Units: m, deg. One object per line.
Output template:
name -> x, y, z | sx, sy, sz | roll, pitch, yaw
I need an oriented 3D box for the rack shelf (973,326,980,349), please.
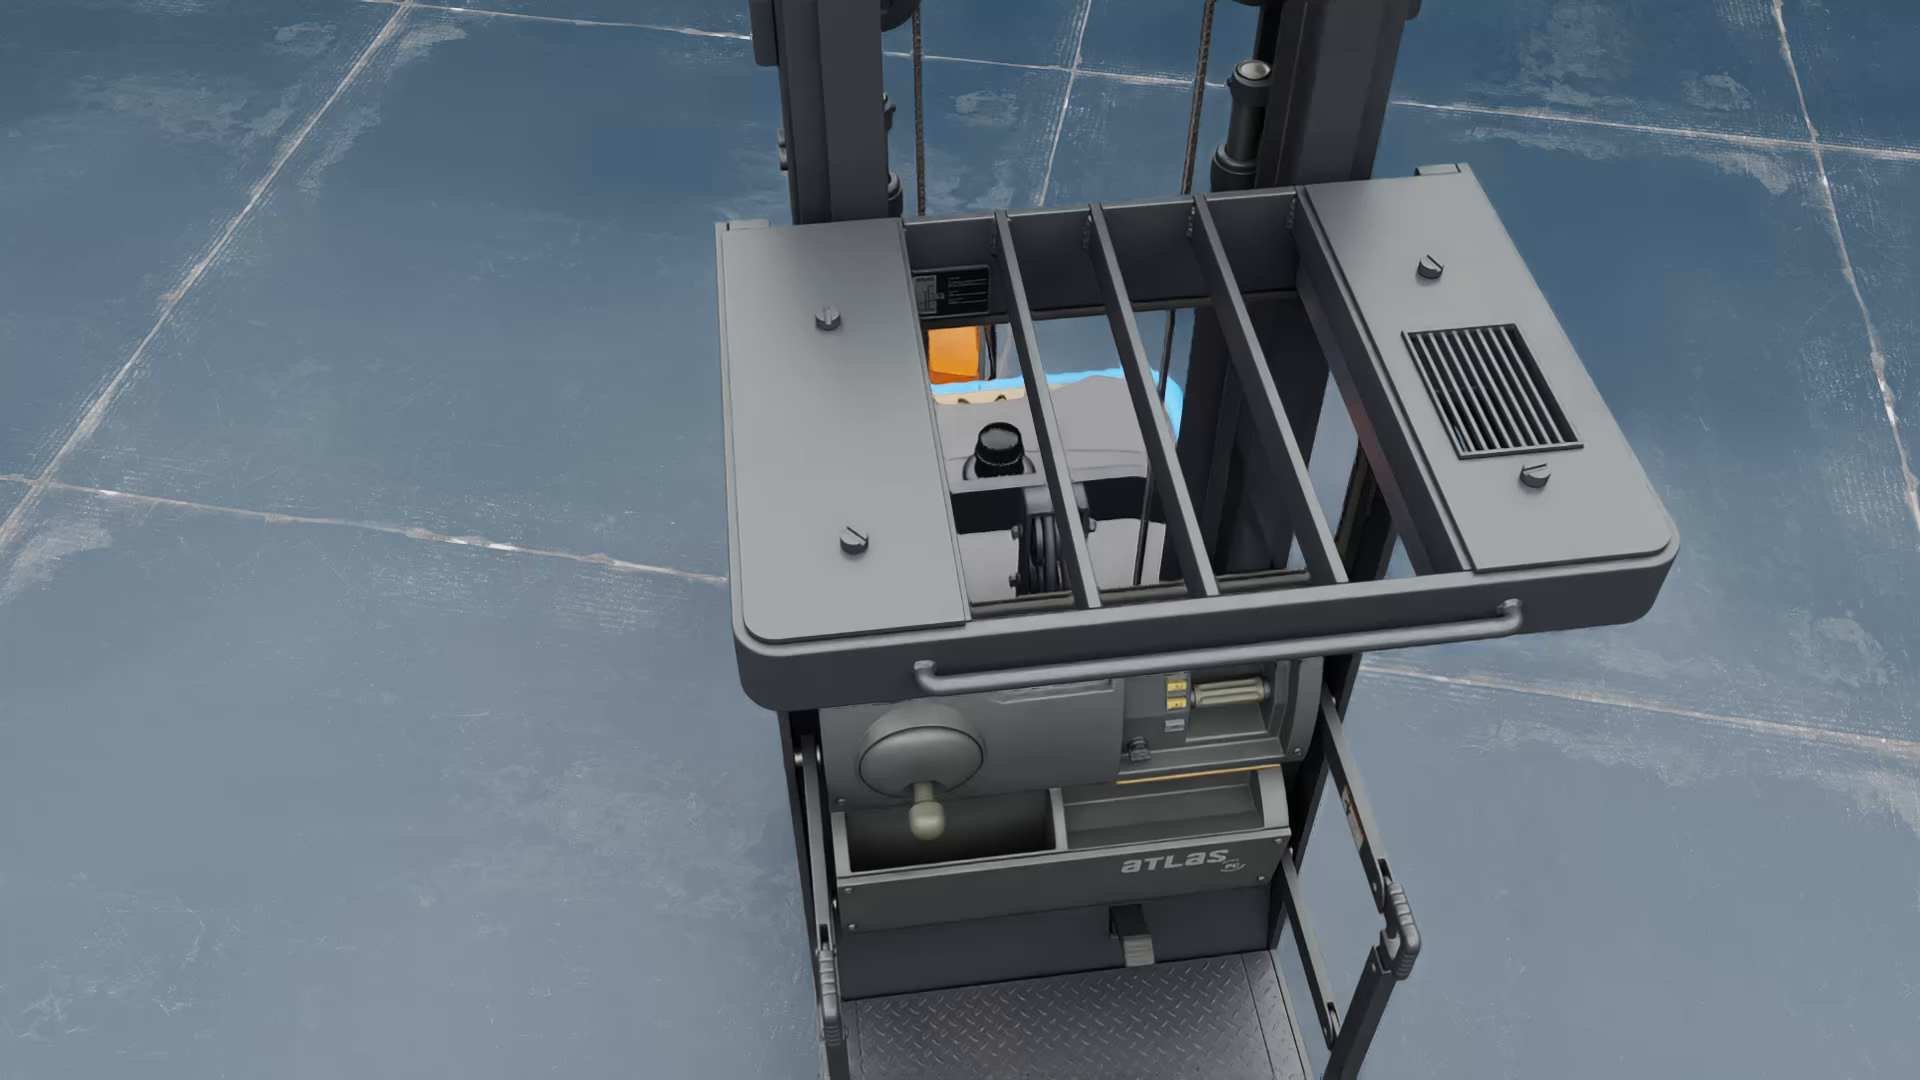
rack shelf -> -0.163, -0.686, 4.531 | 0.480, 0.148, 0.258 | 8, 49, 7

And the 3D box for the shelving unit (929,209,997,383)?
shelving unit -> -0.163, -0.423, 4.823 | 0.503, 1.200, 0.258 | 8, 49, 7

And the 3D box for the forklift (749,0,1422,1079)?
forklift -> 0.165, 0.039, 3.287 | 1.129, 2.867, 1.939 | -6, 48, -5

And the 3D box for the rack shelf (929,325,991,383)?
rack shelf -> -0.163, -0.527, 4.707 | 0.480, 0.148, 0.258 | 8, 49, 7

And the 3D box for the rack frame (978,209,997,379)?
rack frame -> 0.077, -0.391, 4.794 | 0.015, 1.200, 0.240 | 8, 49, 7
